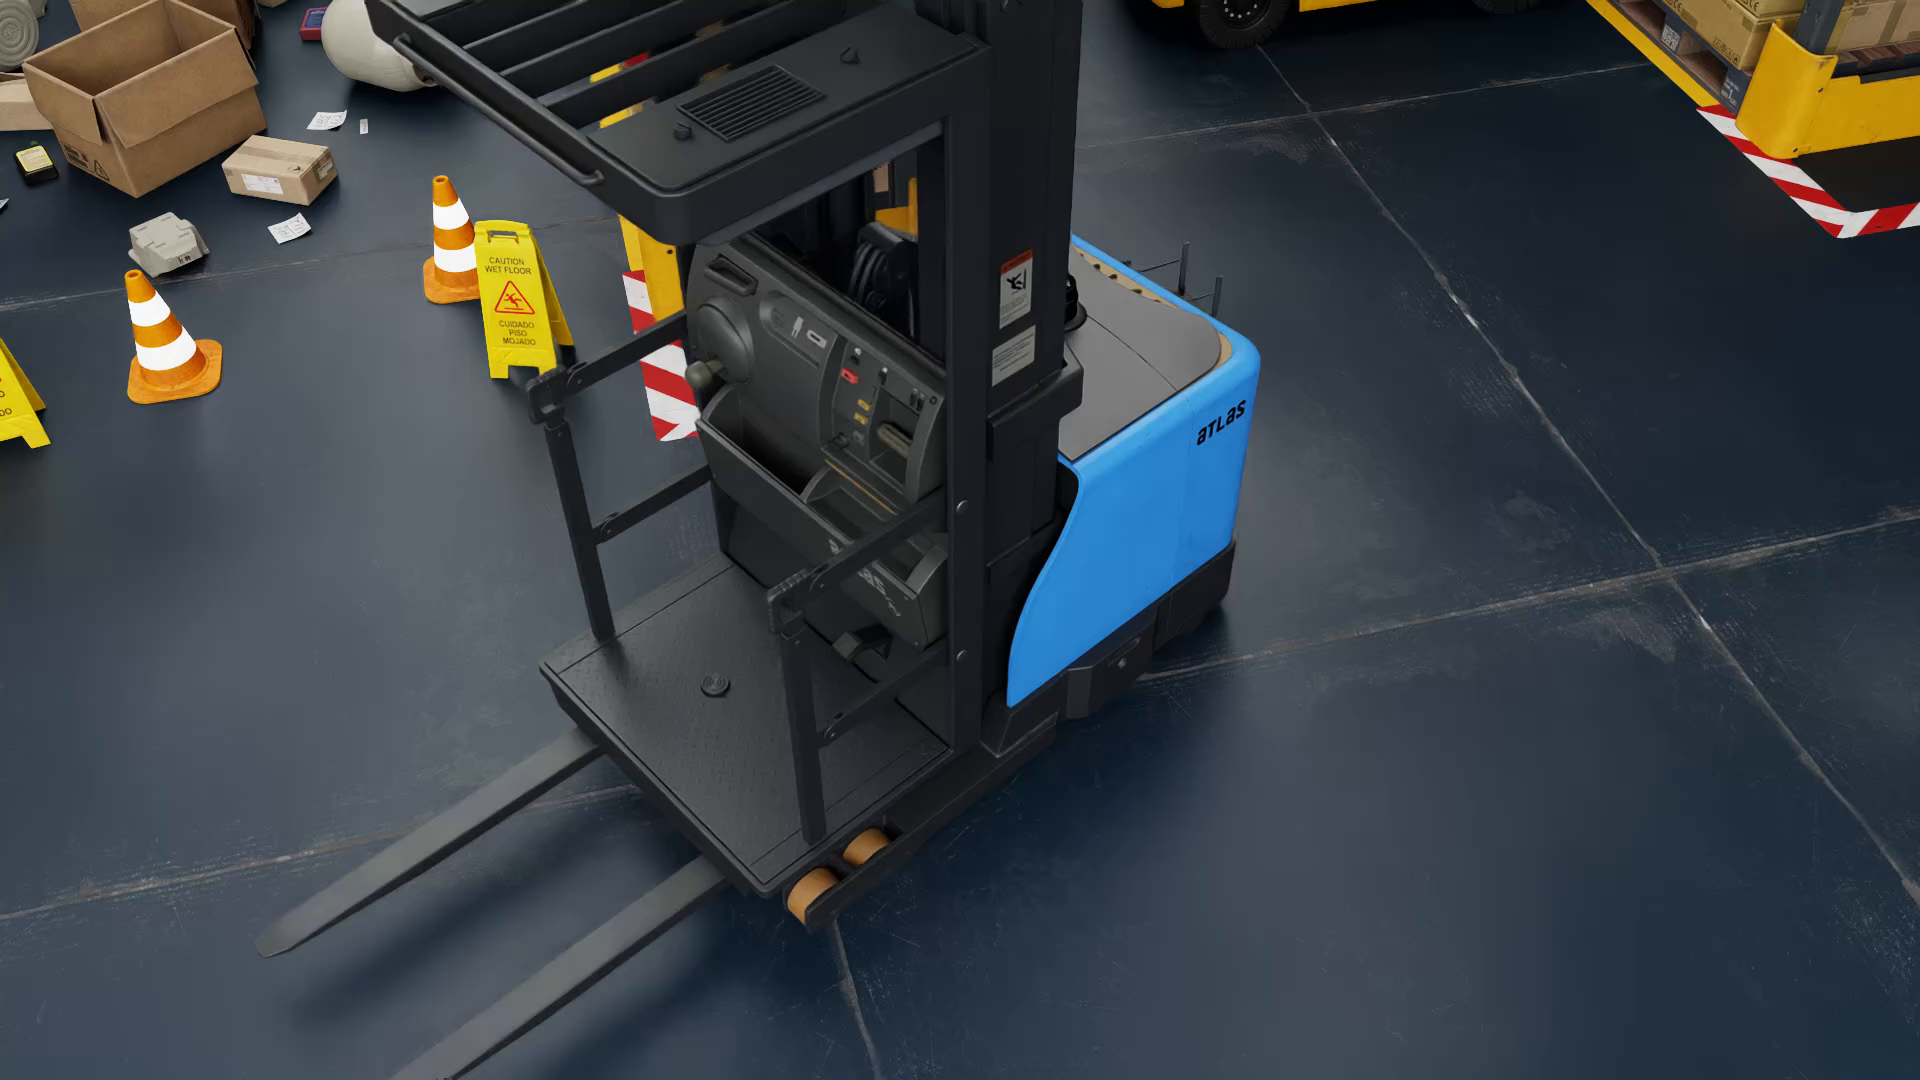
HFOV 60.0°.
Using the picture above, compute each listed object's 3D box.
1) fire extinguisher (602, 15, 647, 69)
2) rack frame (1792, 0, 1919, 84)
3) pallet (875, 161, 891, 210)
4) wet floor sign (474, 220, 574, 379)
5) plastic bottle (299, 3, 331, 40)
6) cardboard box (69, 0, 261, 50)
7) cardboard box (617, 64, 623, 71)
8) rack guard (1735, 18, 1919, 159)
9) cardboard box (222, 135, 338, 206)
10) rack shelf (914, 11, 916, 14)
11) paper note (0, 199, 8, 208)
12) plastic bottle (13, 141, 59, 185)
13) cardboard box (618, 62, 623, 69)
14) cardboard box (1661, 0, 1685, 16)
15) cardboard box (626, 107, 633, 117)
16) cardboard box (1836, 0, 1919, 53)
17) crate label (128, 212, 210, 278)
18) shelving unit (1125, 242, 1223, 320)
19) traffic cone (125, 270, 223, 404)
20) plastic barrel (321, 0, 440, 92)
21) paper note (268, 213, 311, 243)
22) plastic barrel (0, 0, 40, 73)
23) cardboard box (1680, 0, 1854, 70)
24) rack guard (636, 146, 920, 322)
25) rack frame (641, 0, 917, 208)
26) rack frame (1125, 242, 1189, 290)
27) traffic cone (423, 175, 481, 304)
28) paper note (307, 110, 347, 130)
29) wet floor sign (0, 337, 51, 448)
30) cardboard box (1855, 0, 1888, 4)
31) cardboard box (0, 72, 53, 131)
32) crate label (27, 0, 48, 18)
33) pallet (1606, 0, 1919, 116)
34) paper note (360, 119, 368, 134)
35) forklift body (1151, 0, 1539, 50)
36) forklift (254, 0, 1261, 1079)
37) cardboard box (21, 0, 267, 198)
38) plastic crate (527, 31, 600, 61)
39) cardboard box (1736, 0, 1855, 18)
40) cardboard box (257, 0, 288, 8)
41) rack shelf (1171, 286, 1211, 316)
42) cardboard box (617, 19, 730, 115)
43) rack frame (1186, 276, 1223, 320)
[{"bbox_3d":[-1.080,-1.879,5.545,0.296,0.674,0.183,-11,47,-10],"label":"fire extinguisher"},{"bbox_3d":[4.134,-2.980,6.570,1.000,3.000,0.127,-11,47,-10],"label":"rack frame"},{"bbox_3d":[-0.857,-1.713,7.281,1.003,0.211,1.213,-11,47,-10],"label":"pallet"},{"bbox_3d":[-1.649,-0.919,6.198,0.267,0.644,0.232,4,46,4],"label":"wet floor sign"},{"bbox_3d":[-3.170,-2.569,8.224,0.133,0.061,0.283,-3,46,-3],"label":"plastic bottle"},{"bbox_3d":[-3.808,-2.637,7.887,0.797,0.637,0.503,-11,47,-10],"label":"cardboard box"},{"bbox_3d":[-1.255,-2.122,7.360,0.500,0.250,0.500,-11,47,-10],"label":"cardboard box"},{"bbox_3d":[4.140,-2.088,7.446,1.175,0.500,0.348,-11,47,-10],"label":"rack guard"},{"bbox_3d":[-2.951,-1.607,7.220,0.380,0.149,0.250,11,47,11],"label":"cardboard box"},{"bbox_3d":[-1.175,-3.198,7.288,1.077,0.370,4.000,-11,47,-10],"label":"rack shelf"},{"bbox_3d":[-4.172,-1.419,7.120,0.144,0.017,0.142,4,46,4],"label":"paper note"},{"bbox_3d":[-4.093,-1.673,7.346,0.133,0.061,0.283,-26,51,-24],"label":"plastic bottle"},{"bbox_3d":[-1.257,-2.382,7.090,0.500,0.500,0.500,-9,46,-9],"label":"cardboard box"},{"bbox_3d":[3.590,-2.776,8.001,0.500,0.250,0.500,-11,47,-10],"label":"cardboard box"},{"bbox_3d":[-1.137,-1.779,7.025,0.500,0.250,0.500,-11,47,-11],"label":"cardboard box"},{"bbox_3d":[4.197,-2.539,7.769,0.500,0.250,0.500,-11,47,-10],"label":"cardboard box"},{"bbox_3d":[-3.268,-1.222,6.852,0.250,0.136,0.298,-35,55,-30],"label":"crate label"},{"bbox_3d":[0.687,-0.557,5.666,0.258,0.900,0.210,-19,49,-18],"label":"shelving unit"},{"bbox_3d":[-3.006,-0.805,6.215,0.336,0.463,0.334,-11,47,-10],"label":"traffic cone"},{"bbox_3d":[-2.656,-2.317,7.724,0.512,0.421,0.421,19,48,17],"label":"plastic barrel"},{"bbox_3d":[-2.830,-1.319,7.021,0.148,0.019,0.142,-26,51,-24],"label":"paper note"},{"bbox_3d":[-4.673,-2.452,7.856,0.512,0.421,0.421,19,48,17],"label":"plastic barrel"},{"bbox_3d":[3.708,-2.431,7.663,0.500,0.250,0.500,-10,46,-10],"label":"cardboard box"},{"bbox_3d":[-0.683,-1.247,6.622,1.175,0.500,0.348,-11,47,-10],"label":"rack guard"},{"bbox_3d":[-0.663,-2.069,5.678,1.000,3.000,0.127,-11,47,-10],"label":"rack frame"},{"bbox_3d":[0.642,-0.622,5.730,0.240,0.900,0.006,-19,49,-18],"label":"rack frame"},{"bbox_3d":[-2.020,-1.242,6.644,0.336,0.463,0.334,-11,47,-10],"label":"traffic cone"},{"bbox_3d":[-2.902,-1.929,7.627,0.148,0.019,0.142,4,46,4],"label":"paper note"},{"bbox_3d":[-3.501,-0.613,5.898,0.267,0.644,0.232,-18,48,-17],"label":"wet floor sign"},{"bbox_3d":[4.214,-2.702,7.579,0.500,0.250,0.500,-10,46,-10],"label":"cardboard box"},{"bbox_3d":[-4.226,-2.049,7.572,0.396,0.266,0.258,-3,46,-3],"label":"cardboard box"},{"bbox_3d":[-4.727,-2.686,8.286,0.250,0.136,0.298,27,51,24],"label":"crate label"},{"bbox_3d":[3.898,-2.524,8.076,1.003,0.211,1.213,-11,47,-10],"label":"pallet"},{"bbox_3d":[-2.723,-1.890,7.595,0.032,0.001,0.123,-11,47,-10],"label":"paper note"},{"bbox_3d":[1.885,-3.658,7.829,2.313,2.155,1.214,-11,47,-10],"label":"forklift body"},{"bbox_3d":[-0.533,-0.365,4.055,3.031,2.935,1.130,-34,54,-28],"label":"forklift"},{"bbox_3d":[-3.560,-1.945,7.304,0.637,0.503,0.797,27,51,24],"label":"cardboard box"},{"bbox_3d":[-2.078,-2.575,8.218,0.402,0.080,0.583,-26,51,-24],"label":"plastic crate"},{"bbox_3d":[3.707,-2.618,7.497,0.500,0.250,0.500,-11,47,-11],"label":"cardboard box"},{"bbox_3d":[-3.554,-2.919,8.425,0.396,0.266,0.258,27,51,24],"label":"cardboard box"},{"bbox_3d":[0.687,-0.723,5.497,0.258,0.077,0.200,-19,49,-18],"label":"rack shelf"},{"bbox_3d":[-1.121,-2.022,6.737,0.500,0.500,0.500,-10,46,-10],"label":"cardboard box"},{"bbox_3d":[0.731,-0.492,5.602,0.240,0.900,0.006,-19,49,-18],"label":"rack frame"}]
